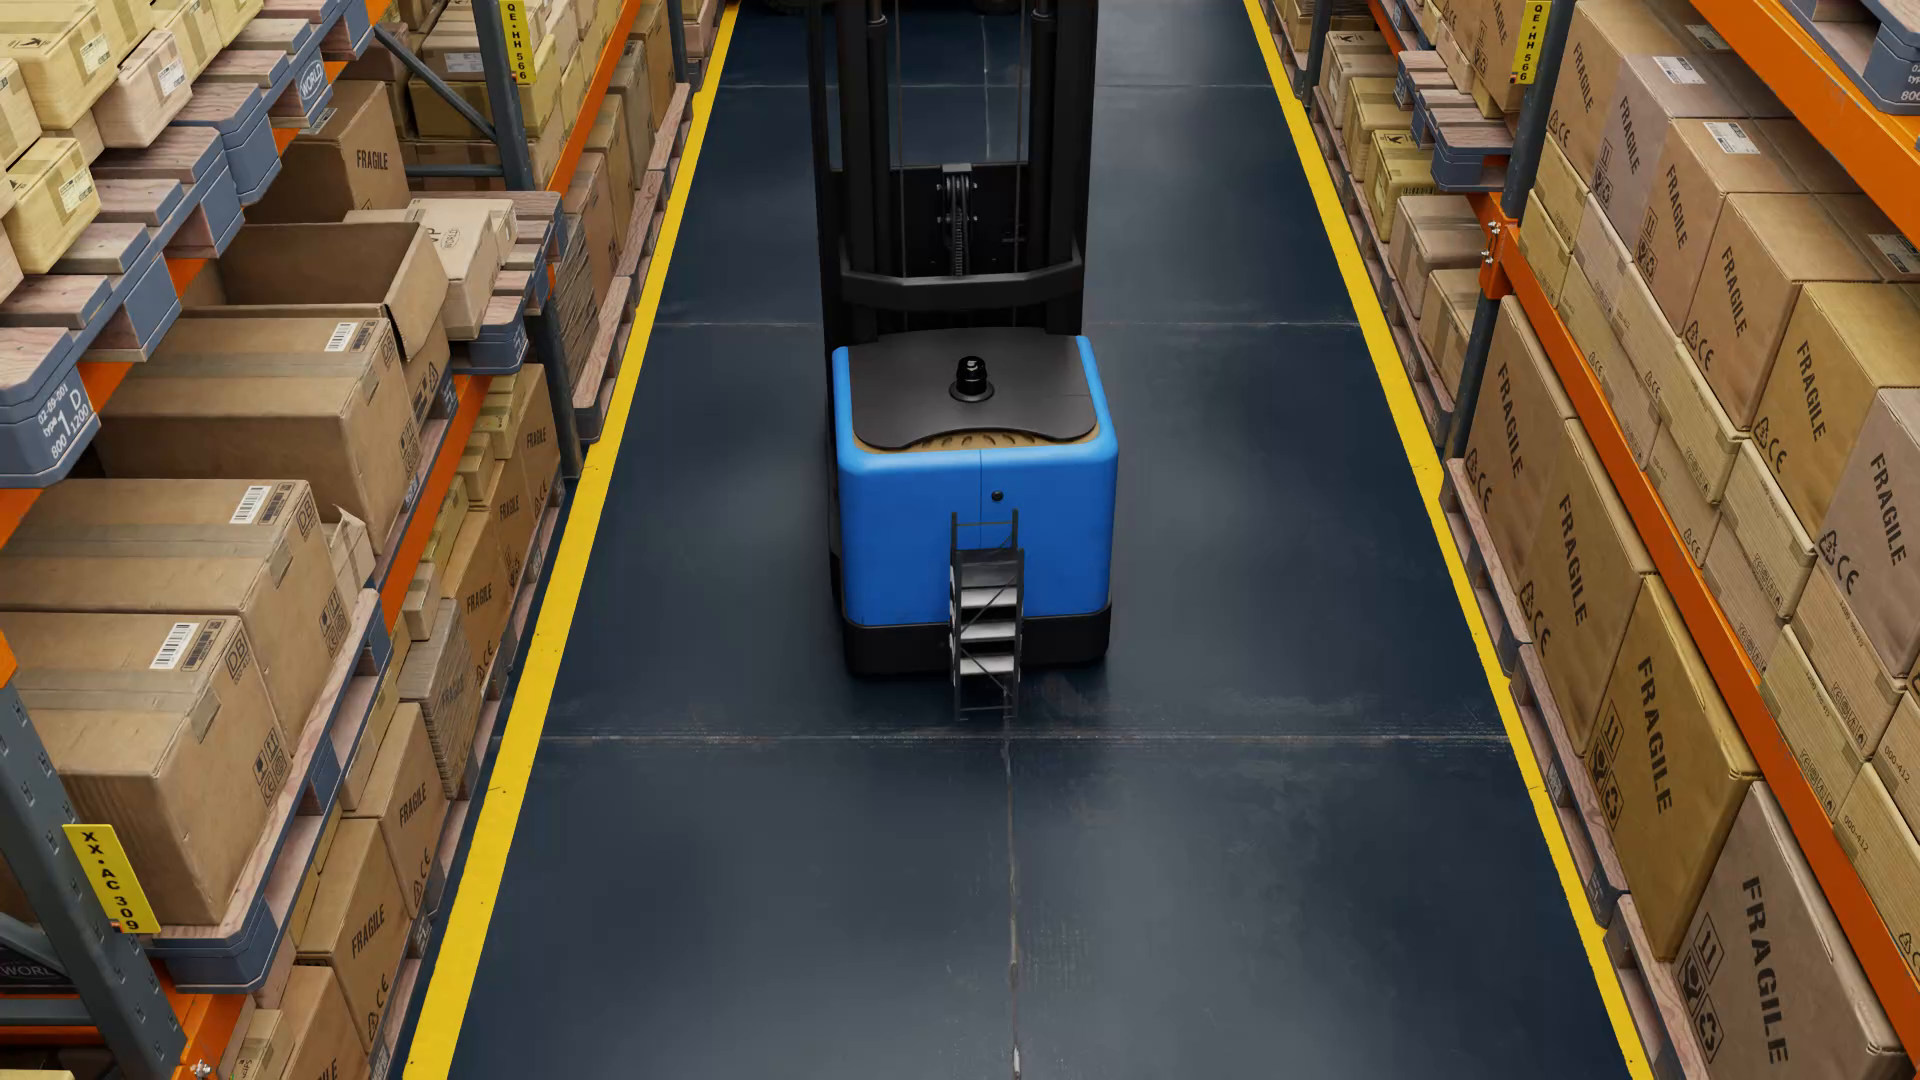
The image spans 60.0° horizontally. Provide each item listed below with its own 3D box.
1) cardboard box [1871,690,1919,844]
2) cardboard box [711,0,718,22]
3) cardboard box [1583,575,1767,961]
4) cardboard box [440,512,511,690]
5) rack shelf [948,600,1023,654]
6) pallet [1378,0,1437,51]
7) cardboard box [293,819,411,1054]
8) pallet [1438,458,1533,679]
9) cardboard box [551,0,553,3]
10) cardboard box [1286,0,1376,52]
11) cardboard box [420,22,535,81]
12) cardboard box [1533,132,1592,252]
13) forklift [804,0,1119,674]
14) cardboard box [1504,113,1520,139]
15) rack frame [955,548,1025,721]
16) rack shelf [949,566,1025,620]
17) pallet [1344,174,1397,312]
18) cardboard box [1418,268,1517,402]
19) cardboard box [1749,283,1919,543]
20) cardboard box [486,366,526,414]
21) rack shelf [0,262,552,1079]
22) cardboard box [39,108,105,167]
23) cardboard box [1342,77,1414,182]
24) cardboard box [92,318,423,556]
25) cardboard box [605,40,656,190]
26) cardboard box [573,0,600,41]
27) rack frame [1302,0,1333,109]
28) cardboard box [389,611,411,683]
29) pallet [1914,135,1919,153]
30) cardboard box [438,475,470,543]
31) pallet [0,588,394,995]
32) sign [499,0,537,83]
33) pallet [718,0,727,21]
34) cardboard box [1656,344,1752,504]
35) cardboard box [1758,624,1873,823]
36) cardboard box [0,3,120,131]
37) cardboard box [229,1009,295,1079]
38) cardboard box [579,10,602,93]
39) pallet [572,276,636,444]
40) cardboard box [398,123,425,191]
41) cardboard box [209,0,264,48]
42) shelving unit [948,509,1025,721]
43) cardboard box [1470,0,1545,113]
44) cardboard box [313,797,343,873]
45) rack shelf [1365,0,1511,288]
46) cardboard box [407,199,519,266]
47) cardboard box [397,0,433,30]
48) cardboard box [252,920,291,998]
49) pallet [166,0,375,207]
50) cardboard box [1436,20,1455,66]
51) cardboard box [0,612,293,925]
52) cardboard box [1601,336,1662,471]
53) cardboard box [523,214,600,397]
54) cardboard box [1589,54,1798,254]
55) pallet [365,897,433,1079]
[{"bbox_3d":[2.487,0.603,3.819,0.500,0.250,0.500,0,39,0],"label":"cardboard box"},{"bbox_3d":[-1.928,-3.693,11.322,0.500,0.250,0.500,-1,39,-1],"label":"cardboard box"},{"bbox_3d":[2.641,0.728,5.306,0.875,0.875,0.875,1,39,1],"label":"cardboard box"},{"bbox_3d":[-2.029,0.236,6.220,0.500,0.500,0.500,2,39,2],"label":"cardboard box"},{"bbox_3d":[0.093,0.316,6.177,0.258,0.077,0.200,-3,44,-4],"label":"rack shelf"},{"bbox_3d":[2.683,-2.649,8.311,1.003,0.211,1.213,0,39,0],"label":"pallet"},{"bbox_3d":[-2.019,1.197,5.021,0.500,0.500,0.500,-1,39,-1],"label":"cardboard box"},{"bbox_3d":[2.652,0.095,6.963,1.003,0.211,1.213,0,39,0],"label":"pallet"},{"bbox_3d":[-1.984,-2.463,7.326,0.380,0.149,0.250,0,39,0],"label":"cardboard box"},{"bbox_3d":[2.452,-3.448,11.017,0.500,0.250,0.500,2,39,2],"label":"cardboard box"},{"bbox_3d":[-1.943,-1.972,6.713,0.380,0.149,0.250,1,39,1],"label":"cardboard box"},{"bbox_3d":[2.480,-1.306,6.201,0.500,0.250,0.500,0,39,0],"label":"cardboard box"},{"bbox_3d":[-0.054,-1.531,6.817,1.130,2.935,3.031,-3,39,-4],"label":"forklift"},{"bbox_3d":[2.490,-1.757,6.909,0.380,0.149,0.250,1,39,2],"label":"cardboard box"},{"bbox_3d":[0.102,0.362,6.081,0.240,0.900,0.006,-3,44,-4],"label":"rack frame"},{"bbox_3d":[0.095,0.186,6.052,0.258,0.077,0.200,-3,44,-4],"label":"rack shelf"},{"bbox_3d":[2.728,-1.648,9.137,1.003,0.211,1.213,0,39,0],"label":"pallet"},{"bbox_3d":[2.736,-0.978,7.837,0.950,0.372,0.625,-2,39,-3],"label":"cardboard box"},{"bbox_3d":[2.490,-0.334,4.388,0.500,0.500,0.500,1,39,1],"label":"cardboard box"},{"bbox_3d":[-1.984,-0.613,6.761,0.380,0.149,0.250,-2,39,-2],"label":"cardboard box"},{"bbox_3d":[-2.235,0.051,5.363,1.077,0.370,4.000,0,39,0],"label":"rack shelf"},{"bbox_3d":[-1.899,-0.762,3.188,0.380,0.149,0.250,0,39,0],"label":"cardboard box"},{"bbox_3d":[2.729,-2.348,9.547,0.950,0.372,0.625,2,39,3],"label":"cardboard box"},{"bbox_3d":[-2.011,-0.299,4.809,0.700,0.500,0.500,0,39,0],"label":"cardboard box"},{"bbox_3d":[-2.237,-2.407,9.418,0.875,0.625,0.625,0,39,0],"label":"cardboard box"},{"bbox_3d":[-1.976,-2.535,7.735,0.500,0.250,0.500,-1,39,-1],"label":"cardboard box"},{"bbox_3d":[2.722,-3.988,9.827,1.000,3.000,0.127,0,39,0],"label":"rack frame"},{"bbox_3d":[-2.061,0.370,5.534,0.380,0.149,0.250,0,39,0],"label":"cardboard box"},{"bbox_3d":[2.680,-0.654,3.422,0.805,0.209,1.217,-1,39,-2],"label":"pallet"},{"bbox_3d":[-2.041,-0.113,6.136,0.380,0.149,0.250,1,39,1],"label":"cardboard box"},{"bbox_3d":[-2.125,0.596,4.261,1.003,0.211,1.213,0,39,0],"label":"pallet"},{"bbox_3d":[-1.695,-1.907,6.369,0.100,0.325,0.005,0,39,0],"label":"sign"},{"bbox_3d":[-2.205,-4.156,12.267,1.003,0.211,1.213,0,39,0],"label":"pallet"},{"bbox_3d":[2.455,-0.354,5.013,0.500,0.250,0.500,1,39,1],"label":"cardboard box"},{"bbox_3d":[2.479,0.475,4.379,0.500,0.250,0.500,-1,39,-1],"label":"cardboard box"},{"bbox_3d":[-1.824,-0.883,3.102,0.380,0.149,0.250,-1,39,-1],"label":"cardboard box"},{"bbox_3d":[-1.967,1.355,4.305,0.380,0.149,0.250,2,39,2],"label":"cardboard box"},{"bbox_3d":[-1.997,-2.336,7.886,0.500,0.250,0.500,-1,39,-2],"label":"cardboard box"},{"bbox_3d":[-2.199,-0.907,8.213,1.003,0.211,1.213,0,39,0],"label":"pallet"},{"bbox_3d":[-2.494,-1.703,7.096,0.500,0.250,0.500,-1,39,-1],"label":"cardboard box"},{"bbox_3d":[-1.830,-1.239,3.784,0.380,0.149,0.250,1,39,1],"label":"cardboard box"},{"bbox_3d":[0.094,0.292,6.154,0.258,0.900,0.210,-3,44,-4],"label":"shelving unit"},{"bbox_3d":[2.448,-2.089,6.805,0.500,0.500,0.500,-1,39,-1],"label":"cardboard box"},{"bbox_3d":[-2.070,0.850,4.935,0.380,0.149,0.250,-1,39,-1],"label":"cardboard box"},{"bbox_3d":[2.724,-2.456,8.492,1.077,0.370,4.000,0,39,0],"label":"rack shelf"},{"bbox_3d":[-1.853,-1.136,6.133,0.380,0.149,0.250,1,39,1],"label":"cardboard box"},{"bbox_3d":[-2.492,-2.301,7.124,0.380,0.149,0.250,0,39,0],"label":"cardboard box"},{"bbox_3d":[-2.015,1.077,4.415,0.380,0.149,0.250,-2,39,-2],"label":"cardboard box"},{"bbox_3d":[-2.168,-1.132,4.016,1.213,0.211,1.003,0,39,0],"label":"pallet"},{"bbox_3d":[2.380,-2.239,7.511,0.380,0.149,0.250,-2,39,-2],"label":"cardboard box"},{"bbox_3d":[-2.010,0.516,3.792,0.700,0.500,0.500,1,39,1],"label":"cardboard box"},{"bbox_3d":[2.488,-0.472,5.561,0.500,0.250,0.500,1,39,1],"label":"cardboard box"},{"bbox_3d":[-2.225,-1.108,7.797,0.875,0.625,0.625,1,39,1],"label":"cardboard box"},{"bbox_3d":[2.492,-1.297,5.590,0.500,0.500,0.500,0,39,0],"label":"cardboard box"},{"bbox_3d":[-2.272,1.601,5.084,1.003,0.211,1.213,0,39,0],"label":"pallet"}]
